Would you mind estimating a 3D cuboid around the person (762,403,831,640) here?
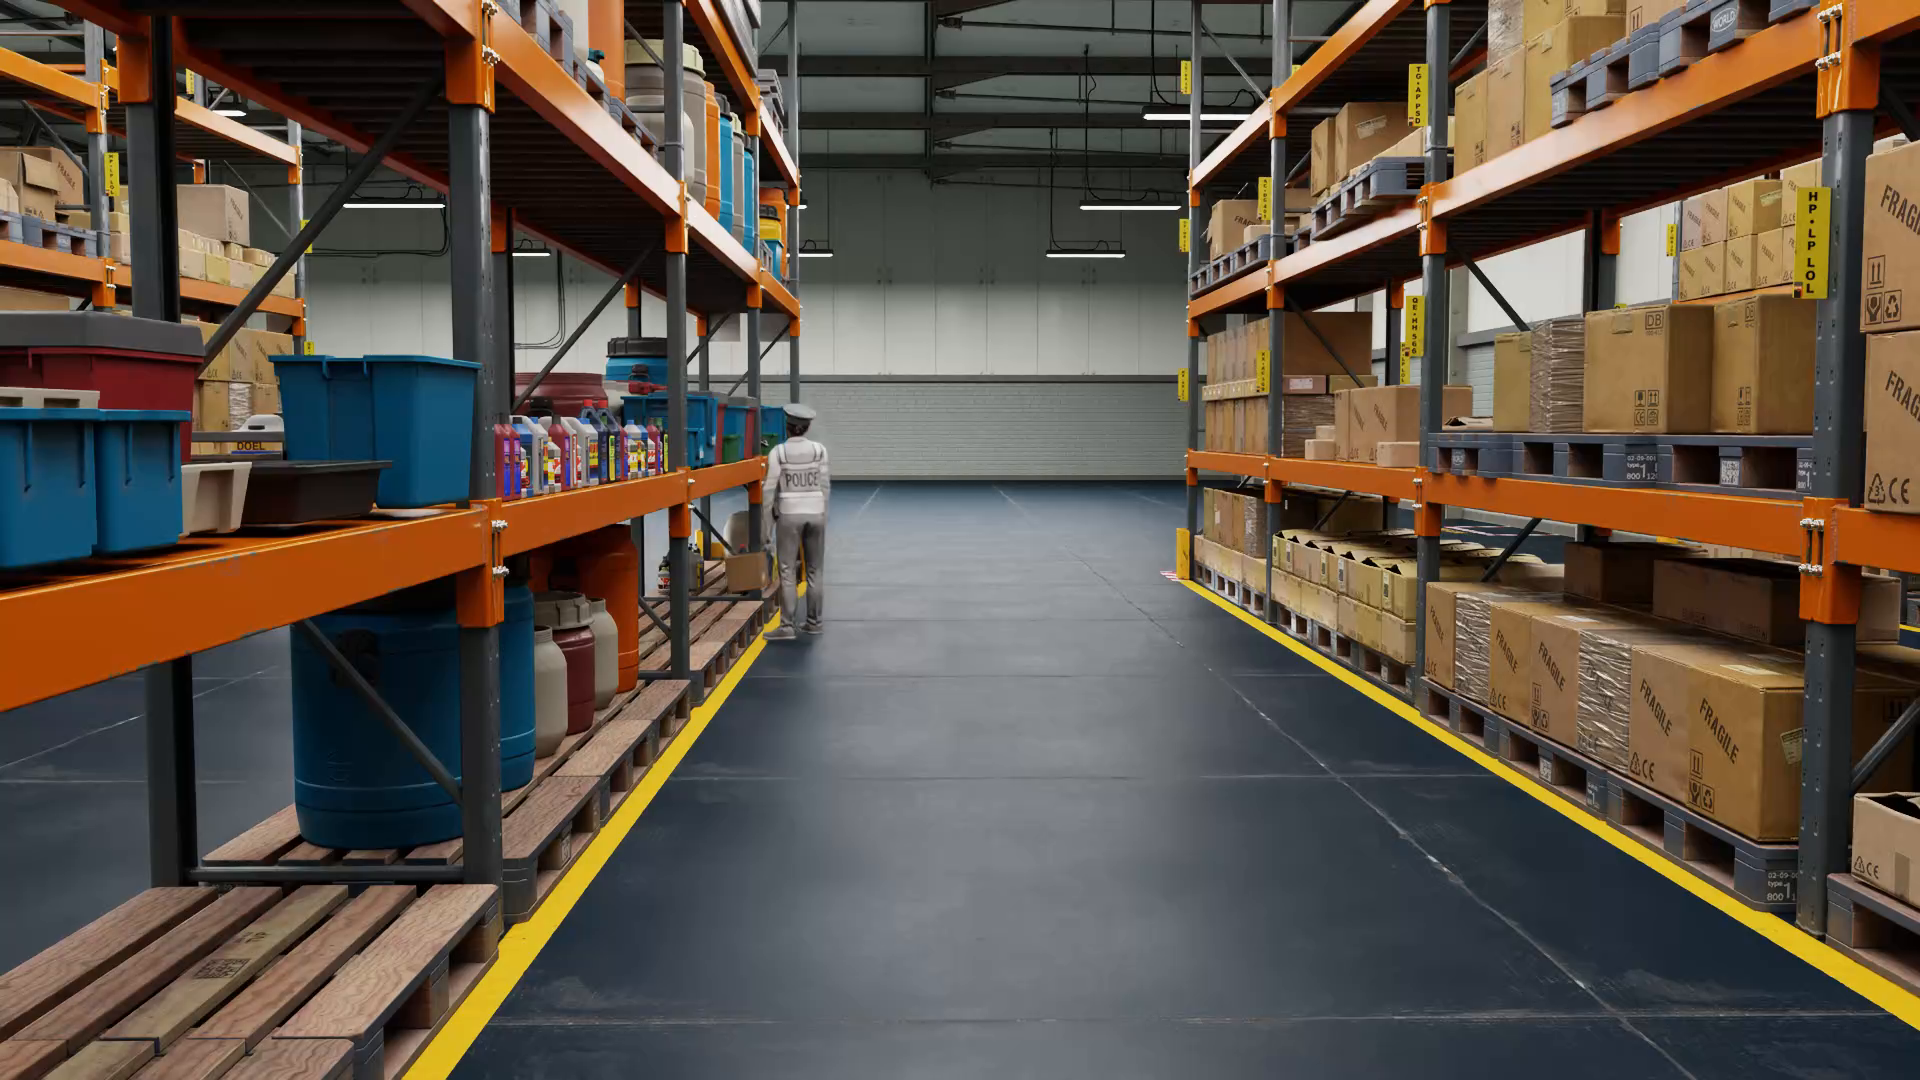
[{"bbox_3d":[-1.196,-0.135,11.982,0.515,1.694,0.481,-2,4,-22],"label":"person"}]
